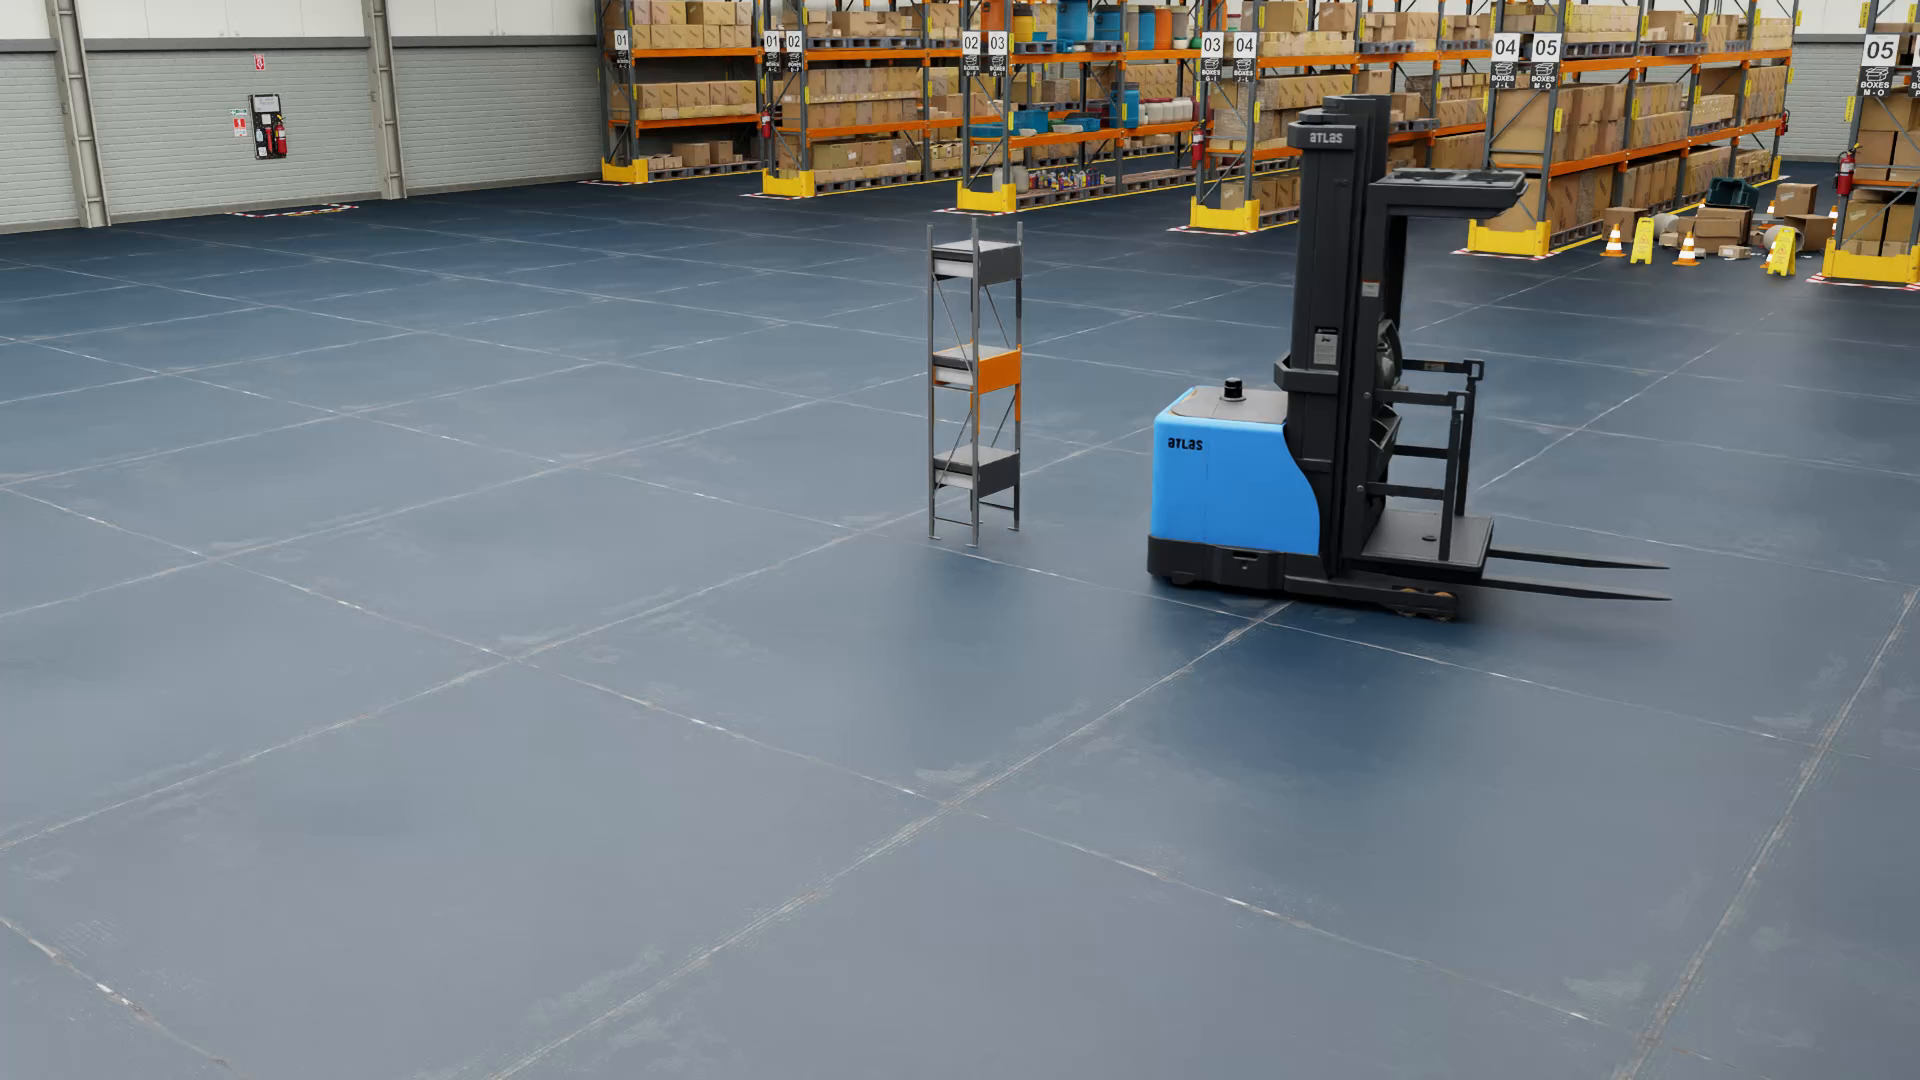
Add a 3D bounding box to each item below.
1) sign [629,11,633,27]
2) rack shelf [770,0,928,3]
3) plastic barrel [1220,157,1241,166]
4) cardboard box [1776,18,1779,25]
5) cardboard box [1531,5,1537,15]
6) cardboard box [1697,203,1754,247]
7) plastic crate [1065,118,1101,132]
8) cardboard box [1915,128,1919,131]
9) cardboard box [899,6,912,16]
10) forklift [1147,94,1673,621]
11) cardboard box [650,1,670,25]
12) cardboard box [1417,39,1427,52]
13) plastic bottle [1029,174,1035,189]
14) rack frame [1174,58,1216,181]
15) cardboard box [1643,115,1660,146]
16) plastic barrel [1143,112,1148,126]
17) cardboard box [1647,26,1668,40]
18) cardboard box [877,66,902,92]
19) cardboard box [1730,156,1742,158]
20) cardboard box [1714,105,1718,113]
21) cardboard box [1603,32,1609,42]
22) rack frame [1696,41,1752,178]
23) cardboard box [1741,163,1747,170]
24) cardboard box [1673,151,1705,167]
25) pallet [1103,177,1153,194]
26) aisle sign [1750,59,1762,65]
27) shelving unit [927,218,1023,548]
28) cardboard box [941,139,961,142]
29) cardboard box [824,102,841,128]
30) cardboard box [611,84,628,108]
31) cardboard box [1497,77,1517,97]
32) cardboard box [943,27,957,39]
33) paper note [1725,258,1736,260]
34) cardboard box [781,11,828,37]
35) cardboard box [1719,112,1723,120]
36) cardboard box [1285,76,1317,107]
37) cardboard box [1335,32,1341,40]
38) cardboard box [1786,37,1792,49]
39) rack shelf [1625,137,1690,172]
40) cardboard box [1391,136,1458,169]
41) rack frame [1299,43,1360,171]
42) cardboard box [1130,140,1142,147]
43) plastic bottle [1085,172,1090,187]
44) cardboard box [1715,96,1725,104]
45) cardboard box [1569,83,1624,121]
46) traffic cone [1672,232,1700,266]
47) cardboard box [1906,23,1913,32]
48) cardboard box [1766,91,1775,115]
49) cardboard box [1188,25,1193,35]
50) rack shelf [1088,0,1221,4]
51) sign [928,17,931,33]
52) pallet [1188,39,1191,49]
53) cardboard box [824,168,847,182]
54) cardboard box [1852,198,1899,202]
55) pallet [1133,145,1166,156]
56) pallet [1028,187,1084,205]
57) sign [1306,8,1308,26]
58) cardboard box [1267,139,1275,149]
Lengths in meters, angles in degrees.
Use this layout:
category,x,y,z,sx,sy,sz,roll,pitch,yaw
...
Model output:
category,x,y,z,sx,sy,sz,roll,pitch,yaw
sign,-7.031,-11.131,35.498,0.100,0.325,0.005,12,21,35
rack shelf,-2.295,-11.309,34.375,1.077,0.370,4.000,12,21,35
plastic barrel,6.207,-8.969,38.426,0.600,0.588,0.708,12,21,35
cardboard box,17.173,-11.021,35.355,0.380,0.149,0.250,13,21,36
cardboard box,8.468,-7.991,25.064,0.380,0.149,0.250,13,21,35
cardboard box,11.990,-4.962,26.146,0.797,0.637,0.503,12,21,35
plastic crate,2.431,-8.196,32.830,0.499,0.251,0.616,12,21,35
cardboard box,13.237,-5.377,22.832,0.500,0.500,0.500,13,22,36
cardboard box,-1.264,-13.963,43.916,0.500,0.250,0.500,12,21,33
forklift,2.739,-1.105,9.859,3.031,2.935,1.130,7,18,20
cardboard box,-6.703,-11.503,36.283,0.500,0.500,0.500,12,21,34
cardboard box,8.863,-9.740,32.746,0.500,0.250,0.500,12,21,34
plastic bottle,1.404,-7.106,32.918,0.152,0.276,0.135,13,21,35
rack frame,5.256,-9.532,36.879,1.000,3.000,0.127,12,21,35
cardboard box,11.903,-7.168,29.098,0.500,0.500,0.500,12,21,34
plastic barrel,3.784,-8.801,34.760,0.301,0.262,0.301,0,17,0
cardboard box,12.059,-8.828,28.906,0.396,0.266,0.258,12,21,35
cardboard box,-1.663,-9.895,35.693,0.700,0.500,0.500,12,21,35
cardboard box,16.235,-8.001,35.047,0.380,0.149,0.250,12,21,34
cardboard box,14.679,-8.487,32.729,0.380,0.149,0.250,13,21,35
cardboard box,9.905,-7.857,25.976,0.380,0.149,0.250,12,21,35
rack frame,15.540,-8.709,34.229,1.000,3.000,0.127,12,21,35
cardboard box,16.554,-7.985,35.497,0.380,0.149,0.250,14,22,37
cardboard box,14.064,-7.363,32.138,0.500,0.250,0.500,12,21,34
pallet,3.309,-7.441,34.849,1.003,0.211,1.213,12,21,35
aisle sign,17.726,-10.973,37.138,0.394,0.787,0.004,12,21,35
shelving unit,0.099,-1.042,11.059,0.431,2.100,0.503,12,21,35
cardboard box,-0.186,-9.120,38.536,0.500,0.311,0.500,12,21,34
cardboard box,-2.889,-8.785,34.306,0.700,0.500,0.500,13,22,36
cardboard box,-7.357,-9.823,36.771,0.500,0.500,0.500,12,21,34
cardboard box,12.108,-10.106,37.218,0.500,0.500,0.500,12,21,35
cardboard box,-0.403,-11.293,37.038,0.500,0.250,0.500,10,20,29
paper note,11.390,-4.159,24.584,0.148,0.019,0.142,5,18,16
cardboard box,-3.141,-10.388,33.460,0.797,0.503,0.637,14,22,38
cardboard box,15.009,-8.479,33.205,0.380,0.149,0.250,11,20,32
cardboard box,5.907,-7.858,29.135,0.500,0.500,0.500,12,21,35
cardboard box,6.576,-9.004,29.703,0.380,0.149,0.250,11,20,32
cardboard box,17.865,-10.867,36.375,0.500,0.250,0.500,12,21,34
rack shelf,11.965,-6.936,29.734,1.077,0.370,4.000,12,21,35
cardboard box,9.662,-8.003,34.831,1.225,0.875,0.875,11,21,32
rack frame,6.850,-7.704,30.993,1.000,3.000,0.127,12,21,35
cardboard box,4.595,-10.487,43.992,0.380,0.166,0.250,12,21,35
plastic bottle,2.542,-7.196,33.195,0.061,0.283,0.133,14,22,38
cardboard box,14.987,-8.755,33.092,0.380,0.149,0.250,12,21,35
cardboard box,10.292,-7.157,27.159,0.875,0.550,0.550,12,21,35
traffic cone,10.552,-4.234,24.097,0.336,0.463,0.334,12,21,35
cardboard box,12.575,-6.880,22.363,0.380,0.149,0.250,13,21,36
cardboard box,17.257,-9.454,35.960,0.500,0.500,0.500,13,21,35
cardboard box,5.945,-13.745,44.801,0.500,0.250,0.500,12,21,35
rack shelf,4.064,-11.386,34.622,1.077,0.370,4.000,12,21,35
sign,-0.657,-11.075,35.785,0.100,0.325,0.005,12,21,35
pallet,5.790,-11.039,36.993,1.003,0.211,1.213,12,21,35
cardboard box,-2.693,-7.598,34.581,0.500,0.250,0.500,12,21,35
cardboard box,13.002,-4.607,23.685,0.500,0.500,0.500,13,22,37
pallet,4.800,-10.484,44.648,1.003,0.211,1.213,12,21,35
pallet,1.712,-6.803,32.794,1.003,0.211,1.213,12,21,35
sign,6.402,-9.668,30.726,0.100,0.325,0.005,12,21,35
cardboard box,5.154,-6.770,28.409,0.380,0.149,0.250,12,21,35
